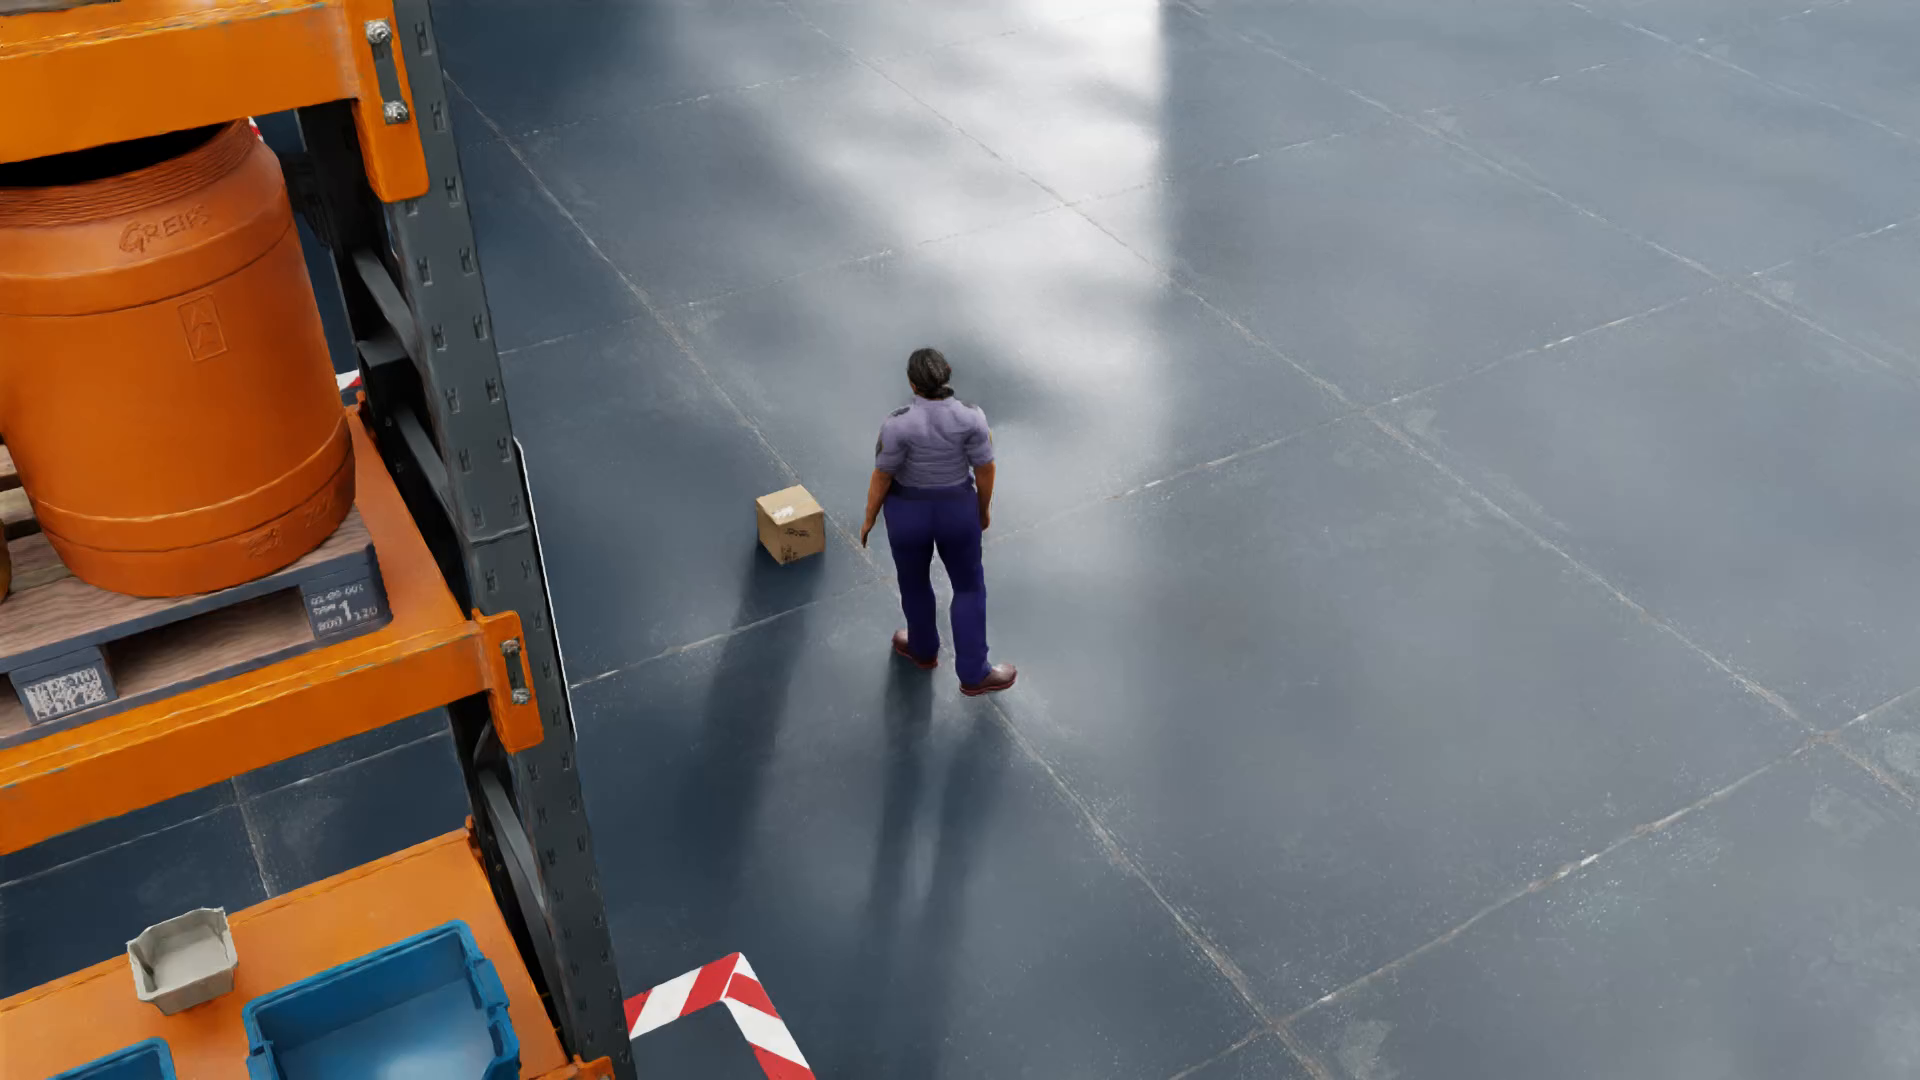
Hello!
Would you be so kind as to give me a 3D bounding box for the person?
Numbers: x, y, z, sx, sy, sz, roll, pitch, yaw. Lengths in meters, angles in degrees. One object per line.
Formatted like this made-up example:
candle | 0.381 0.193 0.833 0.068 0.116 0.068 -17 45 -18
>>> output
person | -0.090 -0.073 7.042 0.667 1.648 0.521 -4 37 -6
